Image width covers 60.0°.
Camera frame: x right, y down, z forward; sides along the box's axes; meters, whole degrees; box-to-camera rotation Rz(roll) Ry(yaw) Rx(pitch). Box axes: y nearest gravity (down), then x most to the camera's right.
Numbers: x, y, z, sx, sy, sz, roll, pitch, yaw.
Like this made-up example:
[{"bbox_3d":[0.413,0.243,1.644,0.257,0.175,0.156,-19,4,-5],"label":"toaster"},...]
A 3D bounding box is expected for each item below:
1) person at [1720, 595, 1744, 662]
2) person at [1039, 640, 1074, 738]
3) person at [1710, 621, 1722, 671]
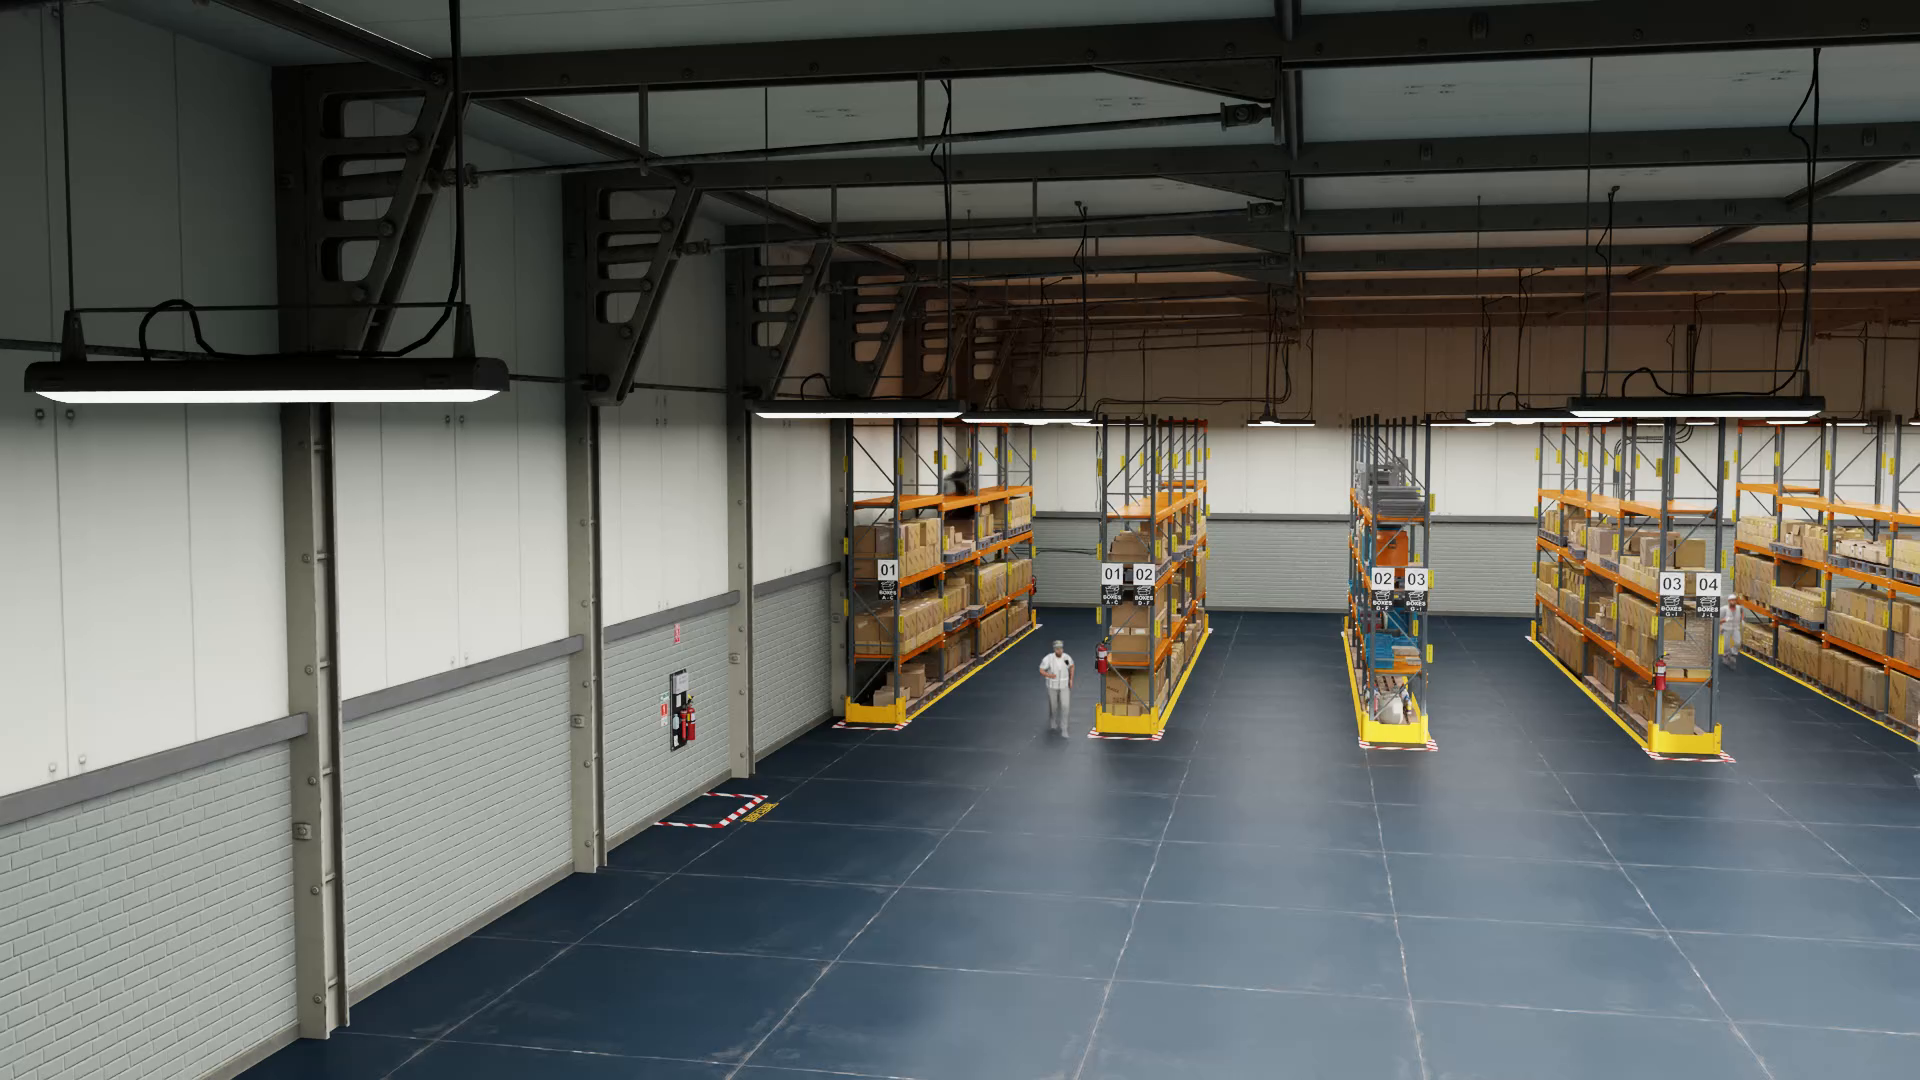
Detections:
[{"bbox_3d":[18.420,2.109,39.719,0.690,1.641,0.835,0,4,7],"label":"person"},{"bbox_3d":[1.831,2.764,31.268,0.695,1.798,0.939,0,4,-6],"label":"person"},{"bbox_3d":[17.320,2.273,38.390,0.580,1.564,0.704,1,4,9],"label":"person"}]
